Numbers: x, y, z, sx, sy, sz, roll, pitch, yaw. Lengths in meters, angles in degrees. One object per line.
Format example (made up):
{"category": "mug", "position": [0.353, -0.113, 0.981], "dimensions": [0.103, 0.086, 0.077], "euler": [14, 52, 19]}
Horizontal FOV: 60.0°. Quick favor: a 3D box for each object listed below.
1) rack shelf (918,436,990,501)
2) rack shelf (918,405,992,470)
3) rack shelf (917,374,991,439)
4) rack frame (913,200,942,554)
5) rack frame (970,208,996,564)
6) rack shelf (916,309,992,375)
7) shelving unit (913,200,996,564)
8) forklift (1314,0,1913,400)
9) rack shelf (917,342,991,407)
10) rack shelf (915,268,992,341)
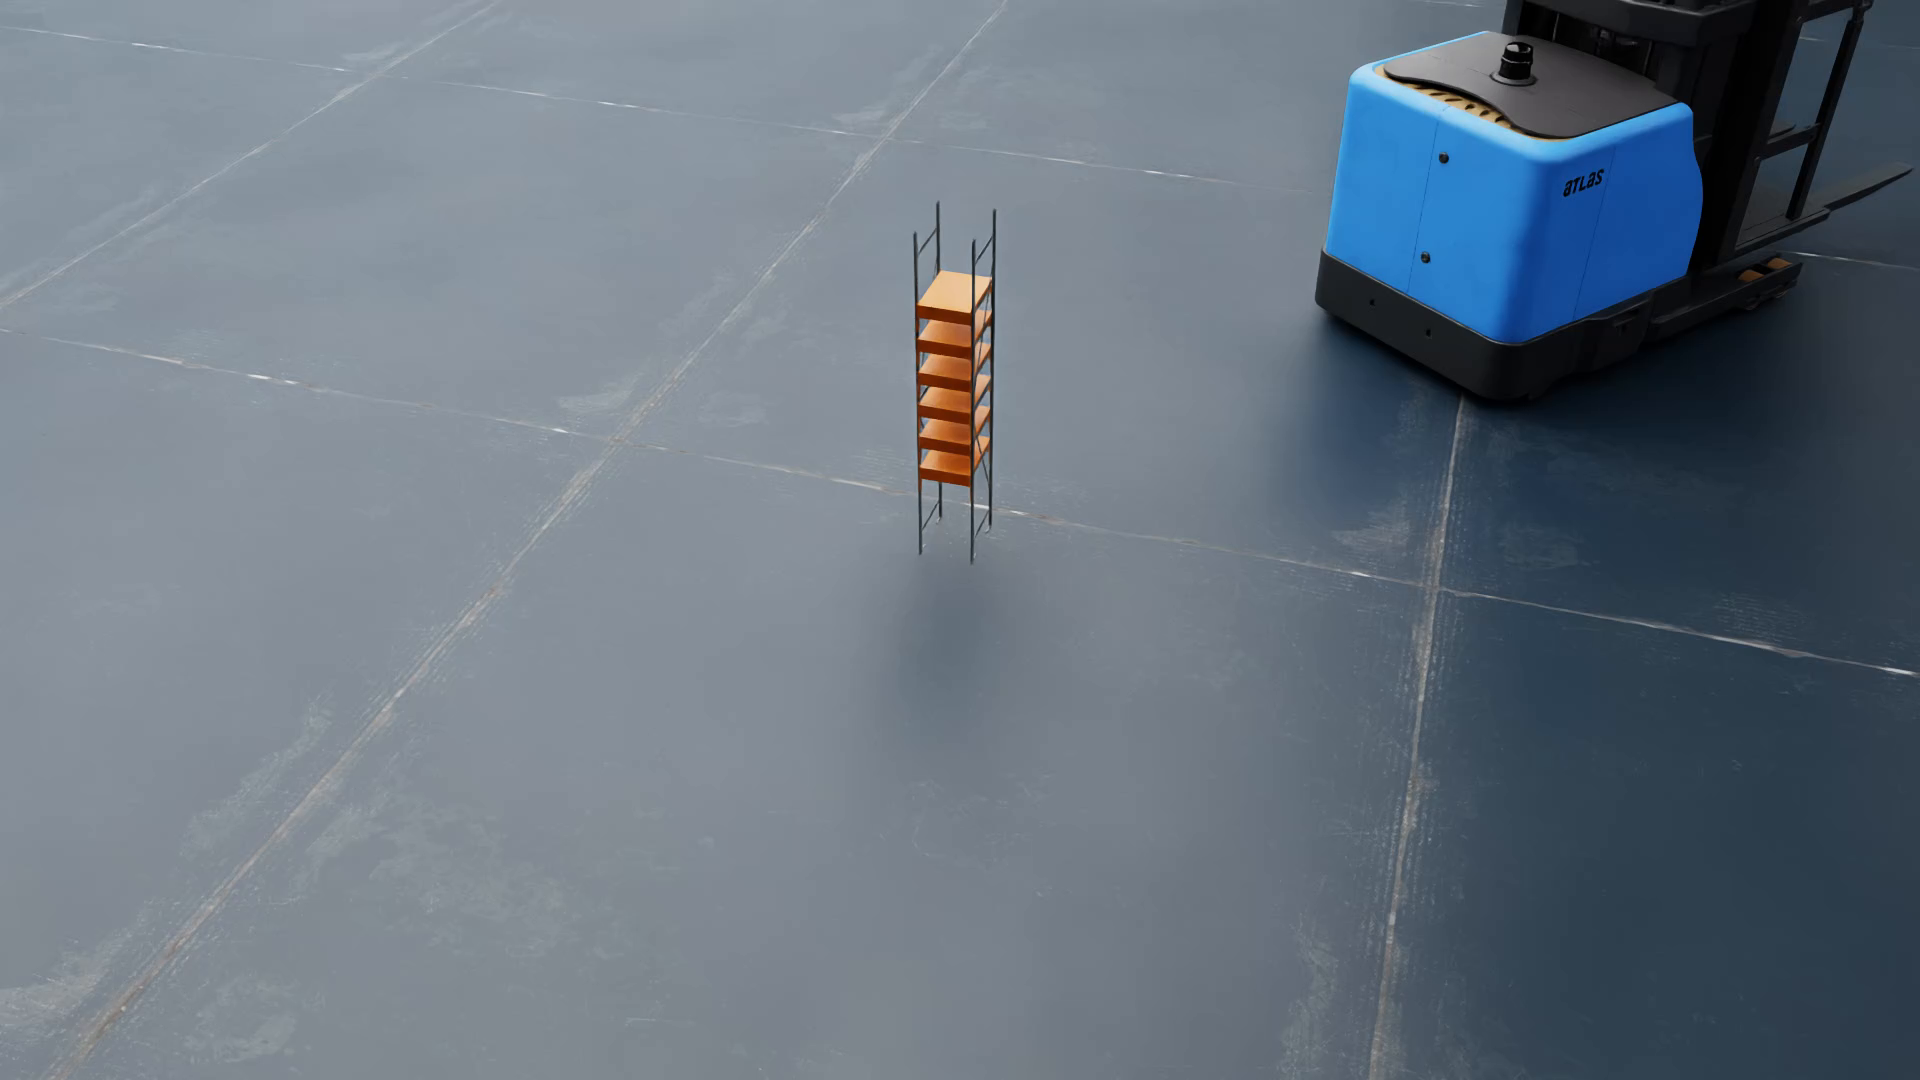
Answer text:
{"category": "rack shelf", "position": [-0.014, -0.257, 5.566], "dimensions": [0.180, 0.103, 0.258], "euler": [10, 38, 14]}
{"category": "rack shelf", "position": [-0.014, -0.353, 5.495], "dimensions": [0.180, 0.103, 0.258], "euler": [10, 38, 14]}
{"category": "rack shelf", "position": [-0.014, -0.450, 5.424], "dimensions": [0.180, 0.103, 0.258], "euler": [10, 38, 14]}
{"category": "rack frame", "position": [-0.101, -0.502, 5.420], "dimensions": [0.006, 1.200, 0.240], "euler": [10, 38, 14]}
{"category": "rack frame", "position": [0.074, -0.470, 5.376], "dimensions": [0.006, 1.200, 0.240], "euler": [10, 38, 14]}
{"category": "rack shelf", "position": [-0.014, -0.643, 5.282], "dimensions": [0.180, 0.103, 0.258], "euler": [10, 38, 14]}
{"category": "shelving unit", "position": [-0.014, -0.486, 5.398], "dimensions": [0.189, 1.200, 0.258], "euler": [10, 38, 14]}
{"category": "forklift", "position": [2.997, -2.395, 6.531], "dimensions": [3.031, 2.935, 1.130], "euler": [-22, 42, -27]}
{"category": "rack shelf", "position": [-0.014, -0.547, 5.353], "dimensions": [0.180, 0.103, 0.258], "euler": [10, 38, 14]}
{"category": "rack shelf", "position": [-0.014, -0.740, 5.211], "dimensions": [0.180, 0.103, 0.258], "euler": [10, 38, 14]}
